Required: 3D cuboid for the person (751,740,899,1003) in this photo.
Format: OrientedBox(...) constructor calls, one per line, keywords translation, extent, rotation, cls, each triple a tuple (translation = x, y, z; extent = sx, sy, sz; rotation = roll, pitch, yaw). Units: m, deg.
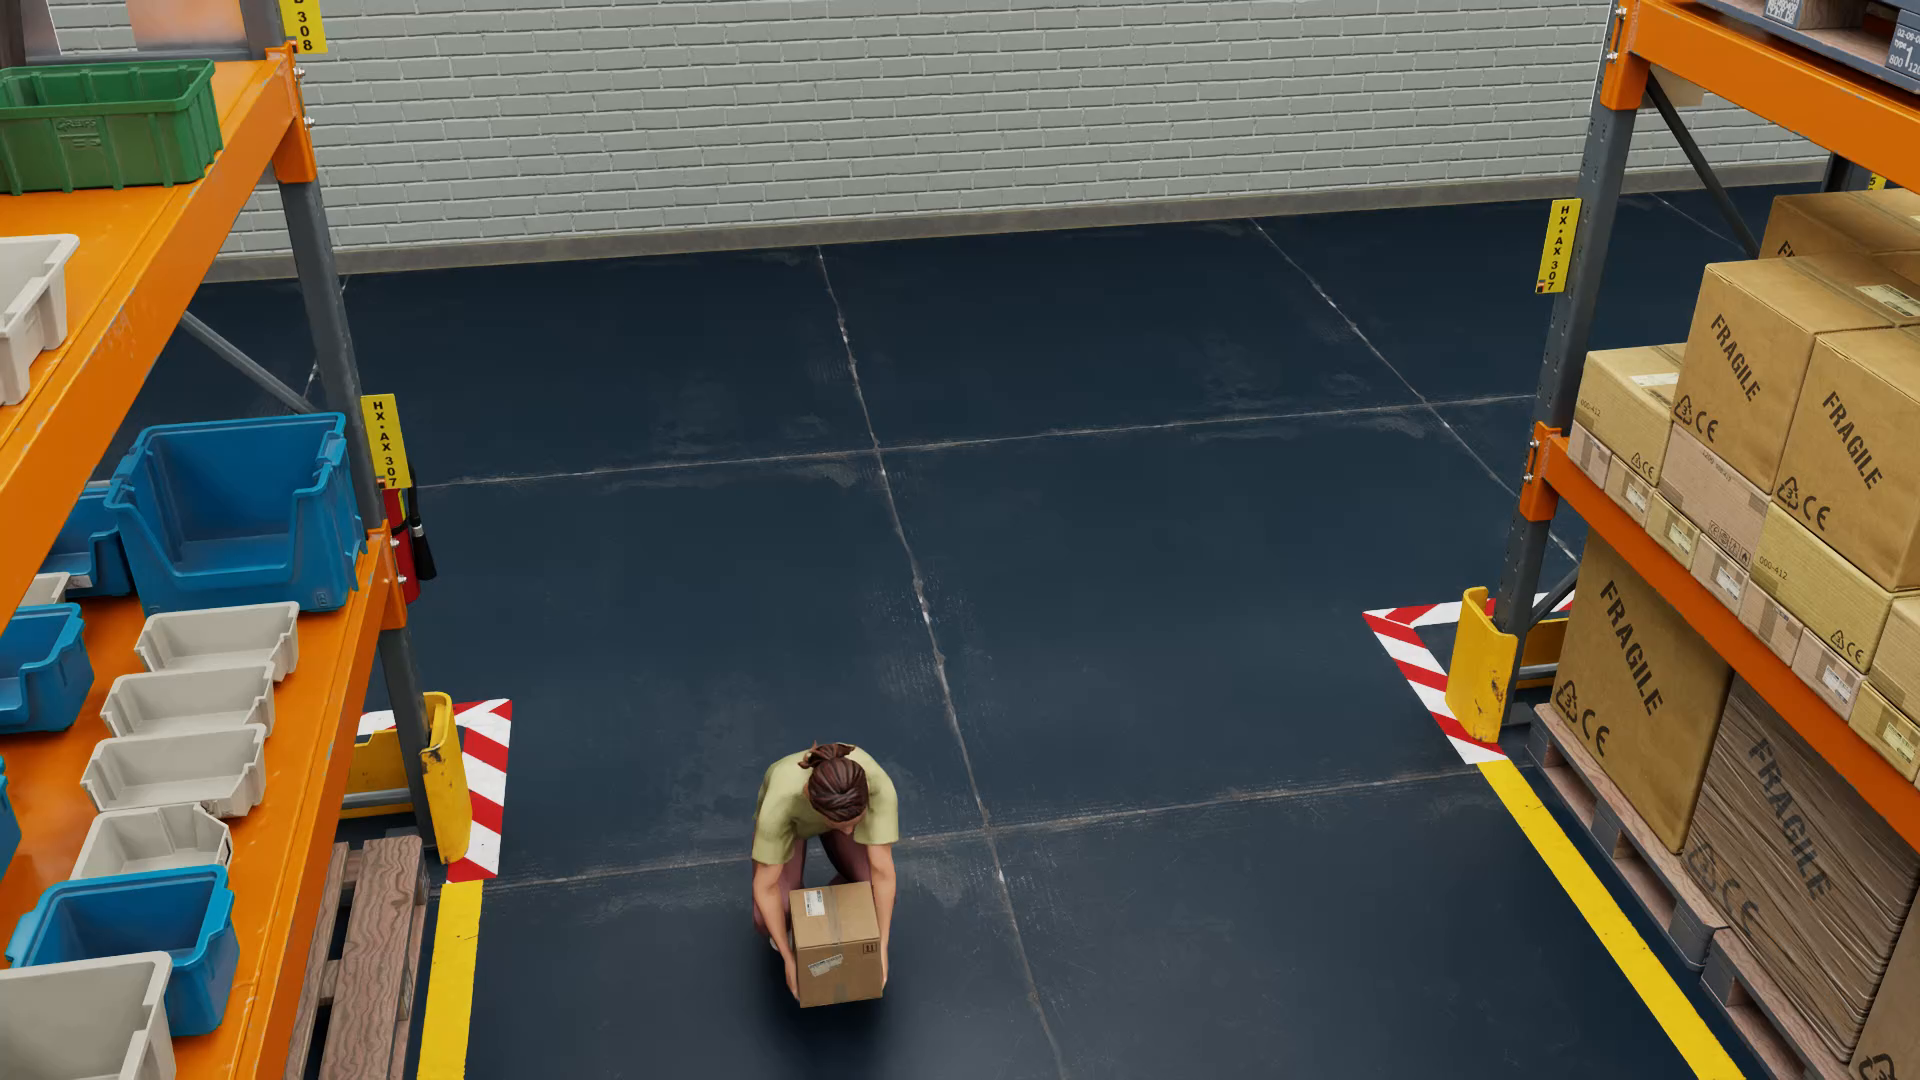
OrientedBox(translation=(-0.438, 0.955, 5.262), extent=(0.476, 0.936, 0.785), rotation=(-5, 31, -9), cls="person")
